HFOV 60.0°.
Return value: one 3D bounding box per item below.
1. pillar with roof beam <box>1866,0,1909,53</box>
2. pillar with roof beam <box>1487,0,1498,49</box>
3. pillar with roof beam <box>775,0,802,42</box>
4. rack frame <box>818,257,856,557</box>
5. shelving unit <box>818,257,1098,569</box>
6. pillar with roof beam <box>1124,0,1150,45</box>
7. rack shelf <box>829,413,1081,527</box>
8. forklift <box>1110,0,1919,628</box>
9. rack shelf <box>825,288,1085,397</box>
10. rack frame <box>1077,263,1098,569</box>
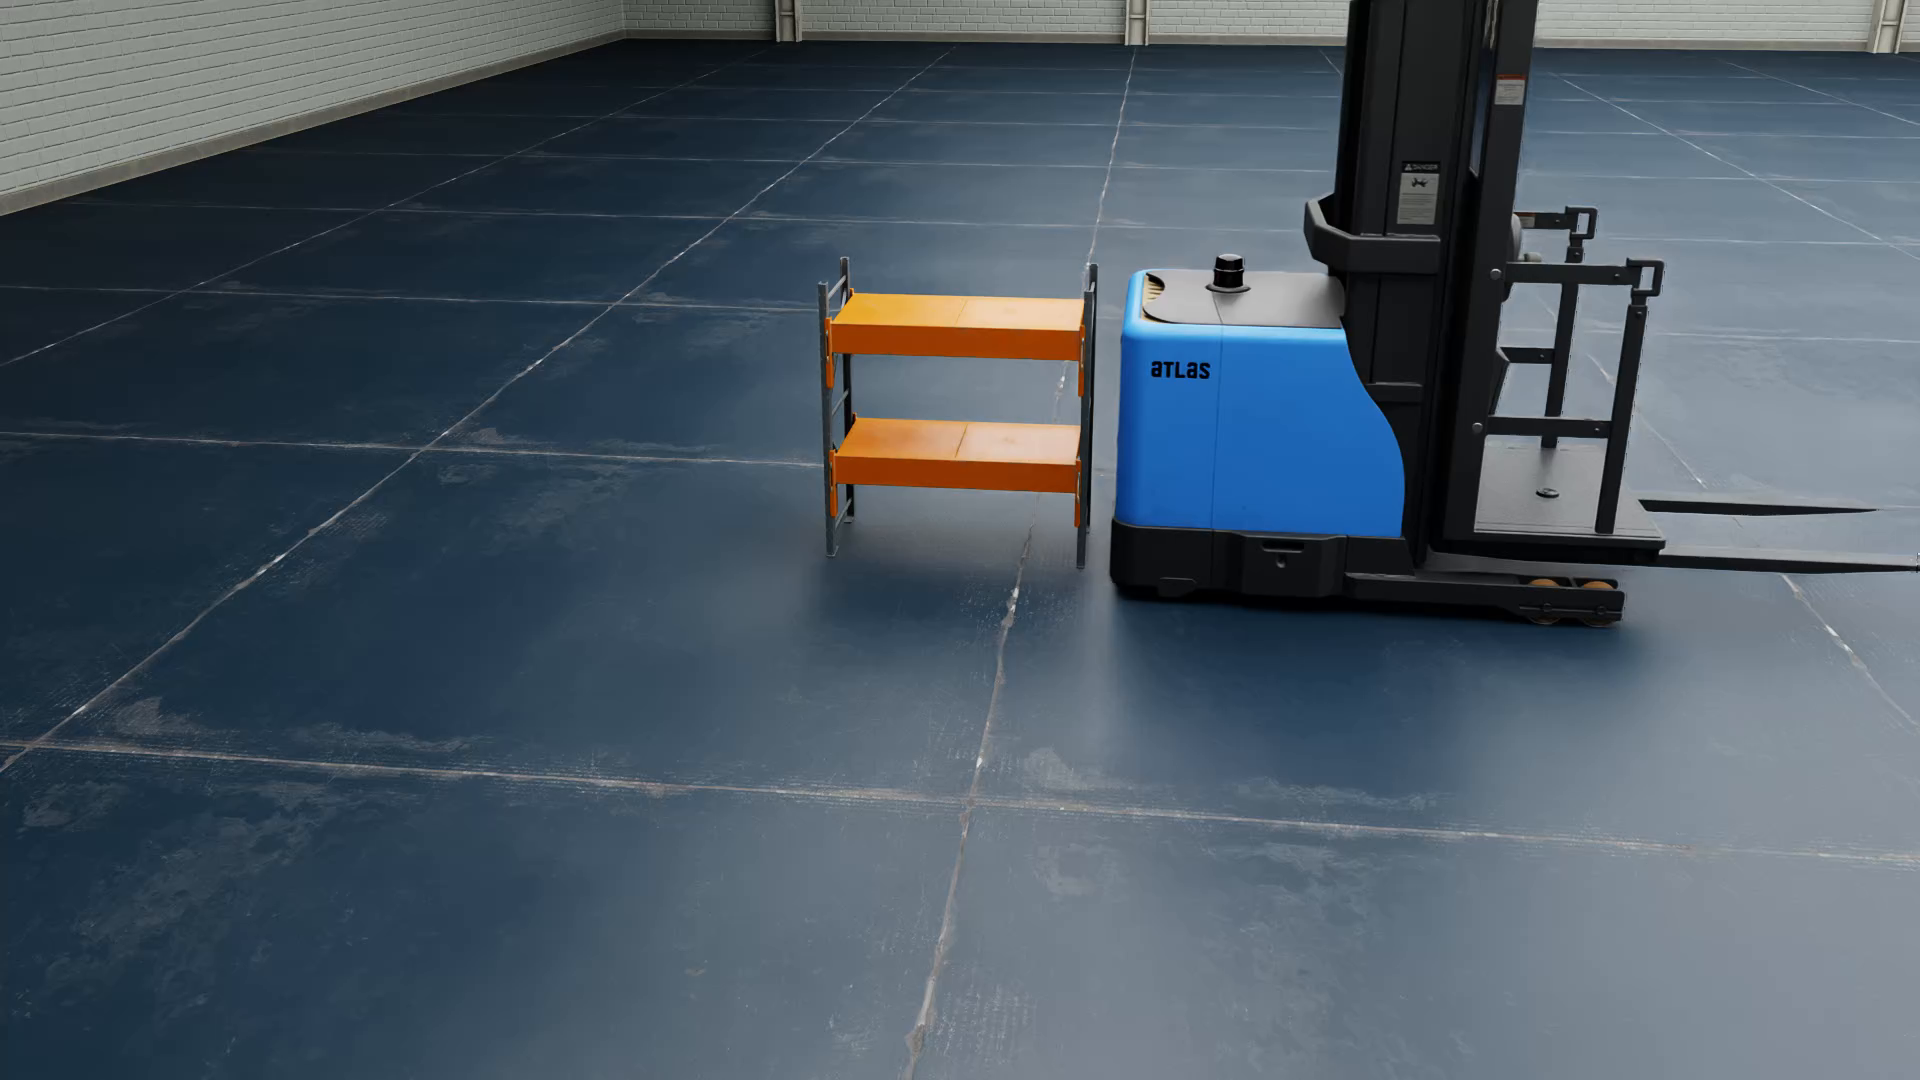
[{"bbox_3d":[14.405,-10.504,21.270,0.400,9.000,9.100,2,22,6],"label":"pillar with roof beam"},{"bbox_3d":[8.447,-10.764,21.927,0.400,9.000,9.100,2,22,6],"label":"pillar with roof beam"},{"bbox_3d":[-3.470,-11.283,23.240,0.400,9.000,9.100,2,22,6],"label":"pillar with roof beam"},{"bbox_3d":[-0.498,-0.545,6.788,0.032,1.125,0.500,2,22,6],"label":"rack frame"},{"bbox_3d":[0.007,-0.523,6.732,1.048,1.125,0.538,2,22,6],"label":"shelving unit"},{"bbox_3d":[2.489,-11.024,22.584,0.400,9.000,9.100,2,22,6],"label":"pillar with roof beam"},{"bbox_3d":[0.007,-0.295,6.822,1.000,0.278,0.538,2,22,6],"label":"rack shelf"},{"bbox_3d":[2.133,-1.249,6.111,3.031,2.935,1.130,3,22,7],"label":"forklift"},{"bbox_3d":[0.007,-0.795,6.625,1.000,0.278,0.538,2,22,6],"label":"rack shelf"},{"bbox_3d":[0.512,-0.501,6.677,0.032,1.125,0.500,2,22,6],"label":"rack frame"}]
